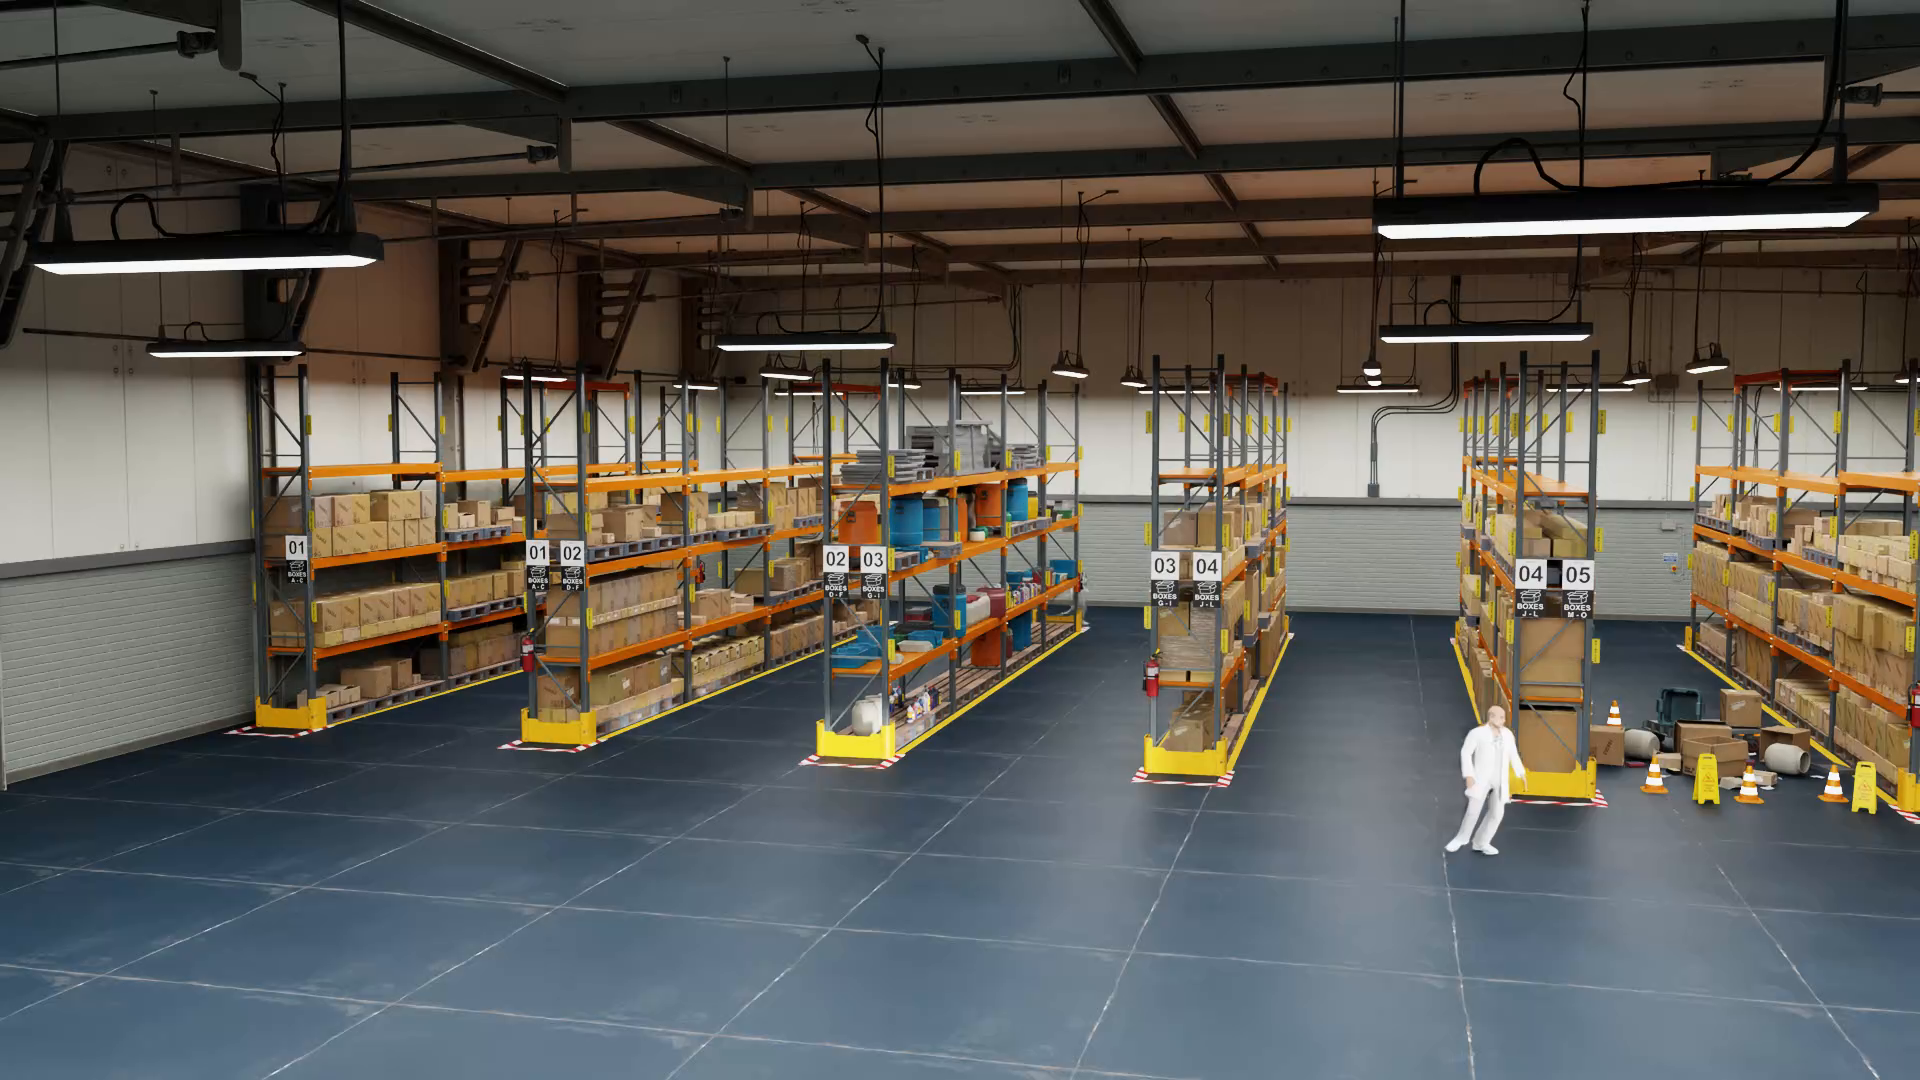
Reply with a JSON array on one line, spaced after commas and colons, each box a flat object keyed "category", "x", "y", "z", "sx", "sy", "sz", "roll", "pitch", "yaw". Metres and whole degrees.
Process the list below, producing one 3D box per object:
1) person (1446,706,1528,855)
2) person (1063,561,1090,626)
[{"category": "person", "x": 6.110, "y": 2.798, "z": 19.286, "sx": 0.822, "sy": 1.744, "sz": 0.600, "roll": -1, "pitch": 4, "yaw": -13}, {"category": "person", "x": 2.879, "y": 1.323, "z": 41.570, "sx": 0.690, "sy": 1.648, "sz": 0.621, "roll": 1, "pitch": 4, "yaw": 17}]
